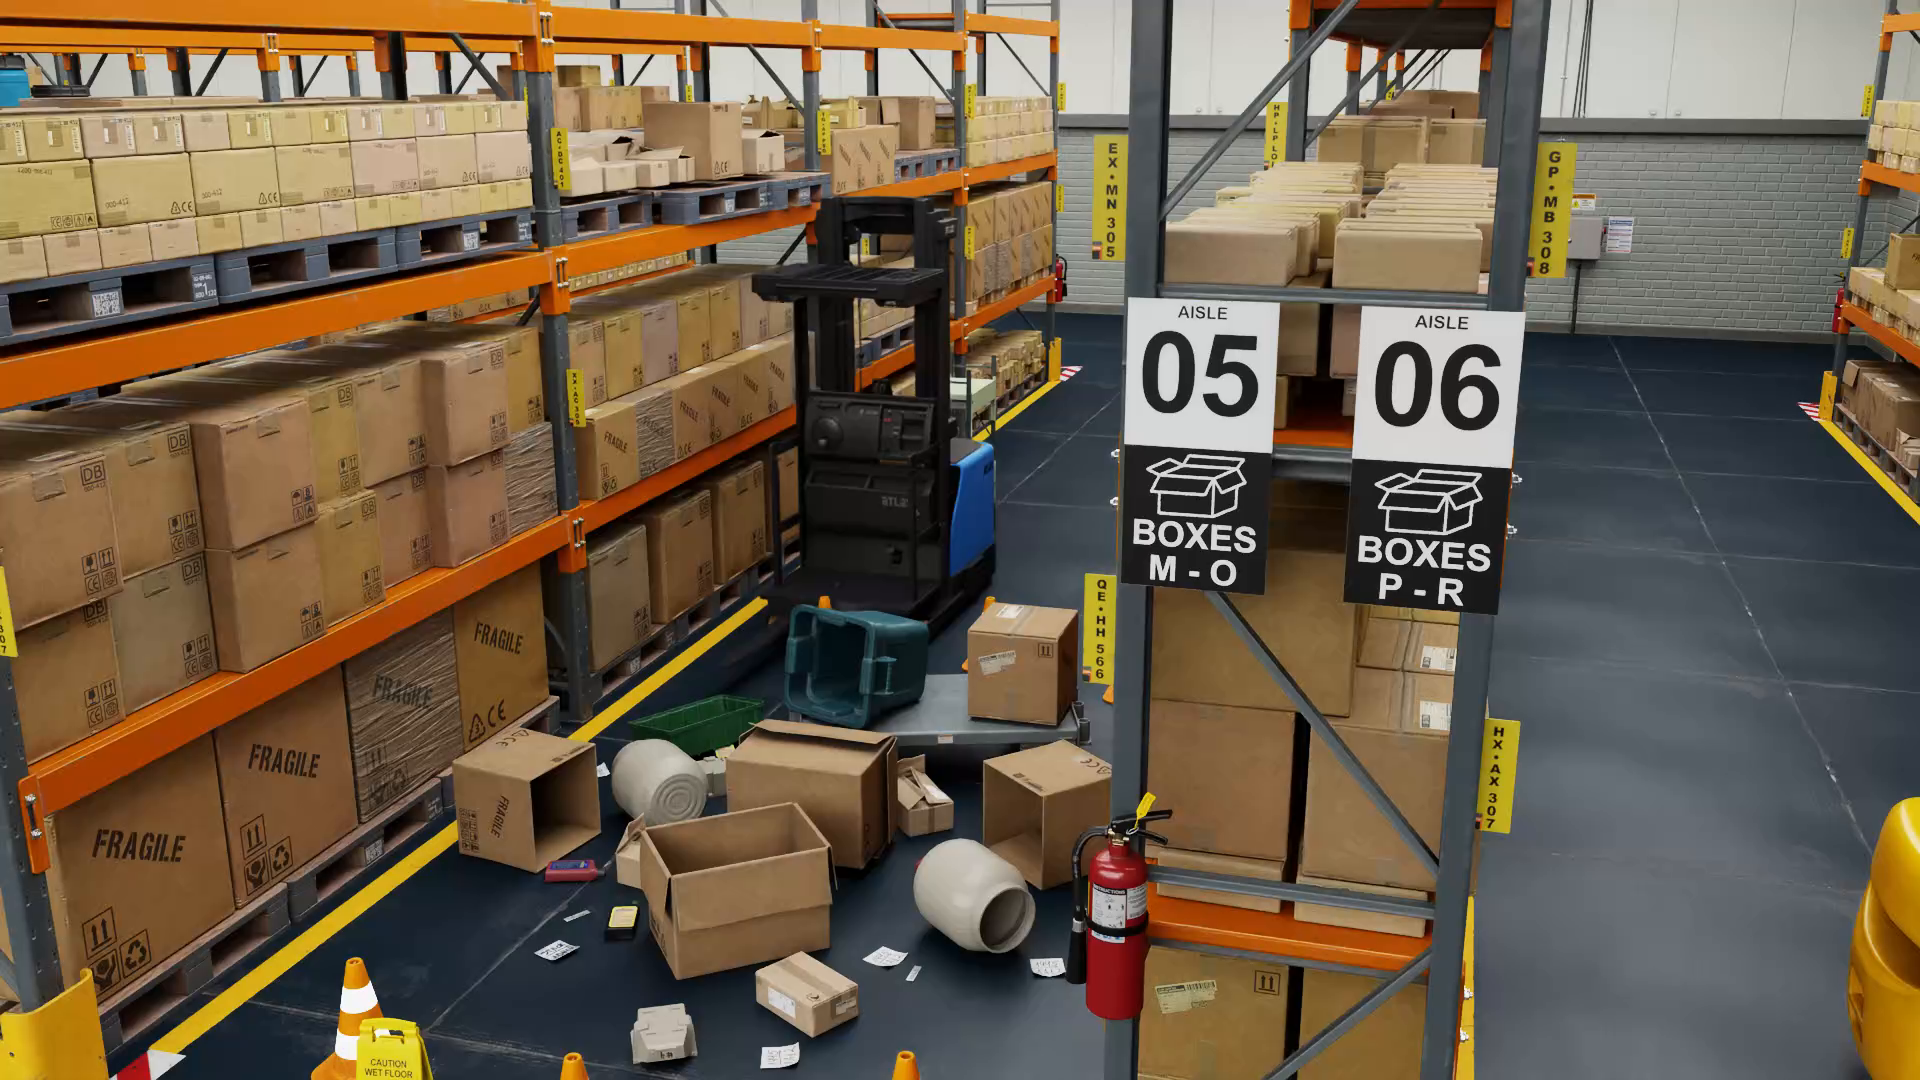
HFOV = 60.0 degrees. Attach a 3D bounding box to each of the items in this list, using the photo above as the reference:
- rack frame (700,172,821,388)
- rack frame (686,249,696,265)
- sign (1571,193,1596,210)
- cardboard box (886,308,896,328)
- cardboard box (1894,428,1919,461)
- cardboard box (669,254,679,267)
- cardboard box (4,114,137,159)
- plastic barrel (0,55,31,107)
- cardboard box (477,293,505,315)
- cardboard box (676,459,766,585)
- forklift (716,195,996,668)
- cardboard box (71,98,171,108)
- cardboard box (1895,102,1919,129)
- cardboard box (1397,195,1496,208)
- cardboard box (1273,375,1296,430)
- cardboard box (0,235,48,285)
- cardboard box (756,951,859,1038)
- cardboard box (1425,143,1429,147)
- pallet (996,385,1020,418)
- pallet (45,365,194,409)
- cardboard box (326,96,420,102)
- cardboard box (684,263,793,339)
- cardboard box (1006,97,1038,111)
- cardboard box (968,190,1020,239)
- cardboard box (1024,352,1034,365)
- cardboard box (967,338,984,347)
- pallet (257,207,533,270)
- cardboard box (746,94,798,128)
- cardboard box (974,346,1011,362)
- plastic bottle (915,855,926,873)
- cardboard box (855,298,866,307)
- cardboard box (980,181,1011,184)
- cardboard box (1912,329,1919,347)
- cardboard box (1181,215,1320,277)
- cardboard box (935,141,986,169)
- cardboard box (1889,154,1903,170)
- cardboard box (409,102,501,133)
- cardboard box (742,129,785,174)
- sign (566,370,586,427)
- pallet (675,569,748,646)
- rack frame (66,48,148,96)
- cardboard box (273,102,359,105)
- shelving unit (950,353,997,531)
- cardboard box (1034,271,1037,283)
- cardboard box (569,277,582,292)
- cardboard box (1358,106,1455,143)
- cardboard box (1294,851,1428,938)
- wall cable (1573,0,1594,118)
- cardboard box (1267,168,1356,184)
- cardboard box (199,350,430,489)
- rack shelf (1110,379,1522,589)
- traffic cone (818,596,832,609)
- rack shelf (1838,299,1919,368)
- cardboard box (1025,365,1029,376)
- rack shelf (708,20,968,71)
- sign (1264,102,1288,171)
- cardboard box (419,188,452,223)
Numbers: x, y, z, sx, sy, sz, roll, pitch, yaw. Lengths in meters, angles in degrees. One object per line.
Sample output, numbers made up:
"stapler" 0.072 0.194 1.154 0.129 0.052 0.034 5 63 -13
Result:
"rack frame" -1.573 -1.438 13.402 1.000 3.000 0.127 5 16 16
"rack frame" -4.026 -3.942 22.230 1.000 3.000 0.127 5 16 16
"sign" 9.033 -4.905 24.113 0.339 0.242 0.001 5 16 16
"cardboard box" -0.802 -2.036 15.200 0.380 0.149 0.250 4 16 14
"cardboard box" 9.077 -0.892 15.717 0.396 0.266 0.258 5 17 18
"cardboard box" -3.884 -3.634 21.606 0.380 0.149 0.250 5 17 16
"cardboard box" -3.302 -1.496 6.156 0.380 0.149 0.250 4 16 15
"plastic barrel" -10.250 -4.707 17.744 0.600 0.901 0.708 5 16 16
"cardboard box" -5.181 -2.671 17.566 0.500 0.500 0.500 5 17 18
"cardboard box" -2.078 -0.176 12.307 1.050 0.750 0.750 5 17 17
"forklift" -0.693 -0.777 11.198 1.130 2.935 3.031 5 17 18
"cardboard box" -6.486 -3.173 12.923 0.500 0.500 0.500 5 17 17
"cardboard box" 9.576 -4.183 16.398 0.500 0.250 0.500 4 16 15
"cardboard box" 1.685 -1.092 5.686 0.380 0.149 0.250 5 17 17
"cardboard box" 0.761 -0.425 4.793 0.380 0.149 0.250 5 17 16
"cardboard box" -3.442 -0.982 5.805 0.380 0.149 0.250 5 17 16
"cardboard box" -0.636 1.885 6.912 0.250 0.149 0.380 -15 21 -41
"cardboard box" 2.923 -2.324 10.847 0.700 0.500 0.500 5 16 16
"pallet" 0.065 -1.642 19.230 1.003 0.211 1.213 5 16 16
"pallet" -6.823 -1.236 13.040 1.003 0.211 1.213 5 16 16
"cardboard box" -5.740 -4.080 16.261 0.797 0.503 0.637 4 16 15
"cardboard box" -1.710 -1.850 12.840 0.700 0.500 0.500 5 16 16
"cardboard box" 0.680 -5.023 19.172 0.380 0.149 0.250 5 17 17
"cardboard box" 0.378 -3.656 18.662 0.500 0.500 0.500 4 16 14
"cardboard box" 0.678 -2.208 20.027 0.380 0.149 0.250 4 16 14
"cardboard box" 0.077 -2.328 19.905 0.380 0.149 0.250 4 16 13
"pallet" -2.952 -1.579 8.563 1.003 0.211 1.213 5 16 16
"cardboard box" -1.576 -3.559 13.796 0.396 0.266 0.258 5 16 16
"cardboard box" 0.376 -2.153 19.287 0.380 0.149 0.250 4 16 14
"plastic bottle" -0.100 1.572 8.176 0.133 0.061 0.283 8 18 25
"cardboard box" -1.032 -2.115 14.389 0.380 0.149 0.250 4 16 14
"cardboard box" 0.318 -4.106 20.249 0.500 0.500 0.500 5 16 16
"cardboard box" 9.051 -1.865 15.368 0.380 0.149 0.250 5 17 17
"cardboard box" 0.851 -0.869 4.899 0.380 0.149 0.250 5 17 17
"cardboard box" -0.052 -3.956 17.057 0.500 0.250 0.500 5 17 19
"cardboard box" 9.546 -3.784 16.636 0.380 0.149 0.250 5 16 16
"cardboard box" -2.580 -2.161 8.500 0.380 0.149 0.250 5 16 16
"cardboard box" -1.582 -2.792 11.888 0.500 0.311 0.500 5 16 16
"sign" -2.177 -0.803 9.433 0.100 0.325 0.005 5 16 16
"pallet" -2.218 0.422 11.954 1.003 0.211 1.213 5 16 16
"rack frame" -9.912 -6.166 19.076 1.000 3.000 0.127 5 16 16
"cardboard box" -3.283 -2.145 8.446 0.380 0.149 0.250 4 16 15
"shelving unit" -0.002 -0.720 13.619 0.431 1.500 0.755 5 16 16
"cardboard box" 0.715 -3.174 19.983 0.380 0.149 0.250 4 16 15
"cardboard box" -4.611 -2.964 19.242 0.380 0.149 0.250 5 17 18
"cardboard box" 3.164 -2.886 12.050 0.797 0.503 0.637 4 16 12
"cardboard box" 1.223 1.061 5.054 0.380 0.149 0.250 5 16 16
"wall cable" 10.202 -7.303 23.016 2.988 3.039 0.133 5 16 16
"cardboard box" 1.533 -1.544 7.278 0.380 0.149 0.250 4 16 14
"cardboard box" -3.178 -0.606 8.214 0.875 0.550 0.550 5 16 16
"rack shelf" 1.496 -0.608 6.296 1.077 0.370 4.000 5 16 16
"traffic cone" -0.881 0.595 10.883 0.336 0.463 0.334 5 16 16
"rack shelf" 9.667 -1.920 16.421 1.077 0.370 4.000 5 16 16
"cardboard box" 0.617 -2.070 20.085 0.380 0.149 0.250 5 16 16
"rack shelf" -1.005 -4.309 14.581 1.077 0.370 4.000 5 16 16
"sign" 1.532 -1.957 8.067 0.100 0.325 0.005 5 16 16
"cardboard box" -2.723 -1.643 8.136 0.380 0.149 0.250 5 16 16
